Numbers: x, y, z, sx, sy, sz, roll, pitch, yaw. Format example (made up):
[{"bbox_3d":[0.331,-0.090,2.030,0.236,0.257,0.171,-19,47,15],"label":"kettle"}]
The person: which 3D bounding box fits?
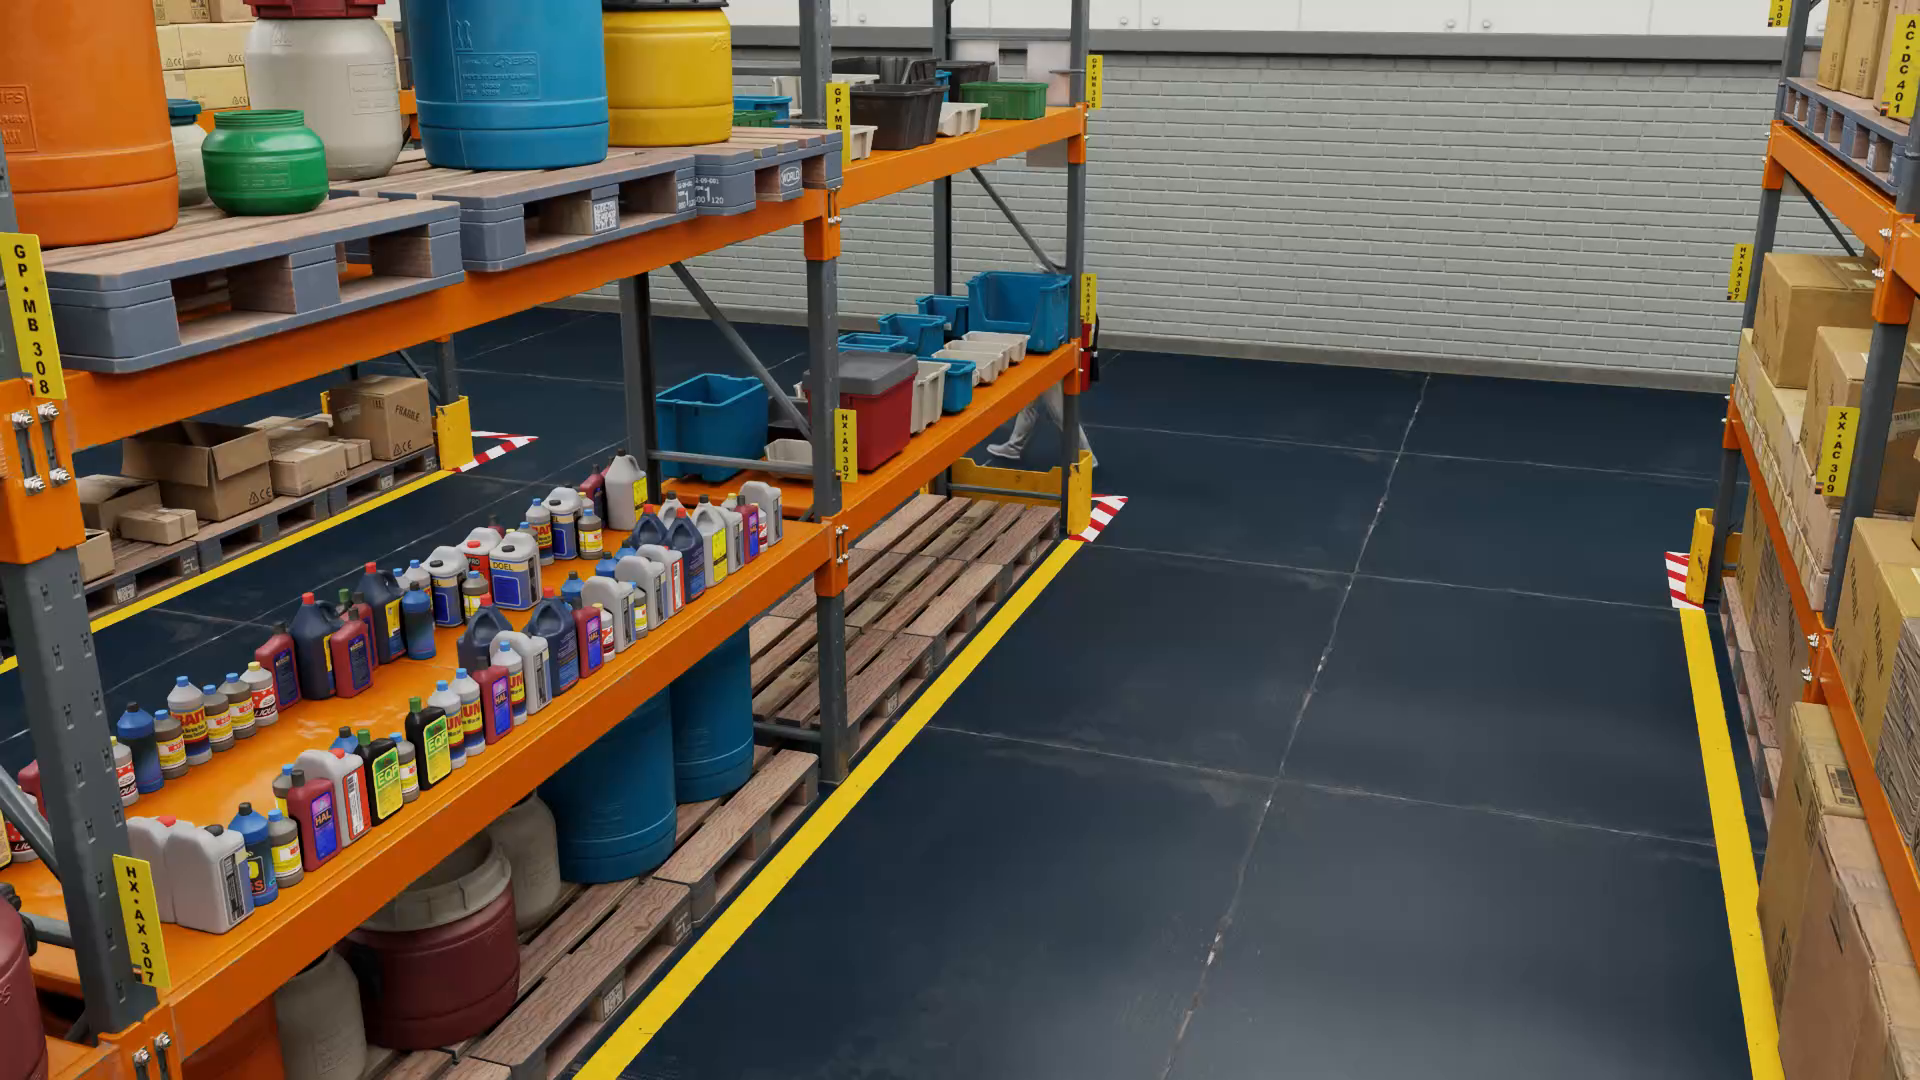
[{"bbox_3d":[0.596,-1.341,12.444,0.959,1.628,0.527,8,20,23],"label":"person"}]
